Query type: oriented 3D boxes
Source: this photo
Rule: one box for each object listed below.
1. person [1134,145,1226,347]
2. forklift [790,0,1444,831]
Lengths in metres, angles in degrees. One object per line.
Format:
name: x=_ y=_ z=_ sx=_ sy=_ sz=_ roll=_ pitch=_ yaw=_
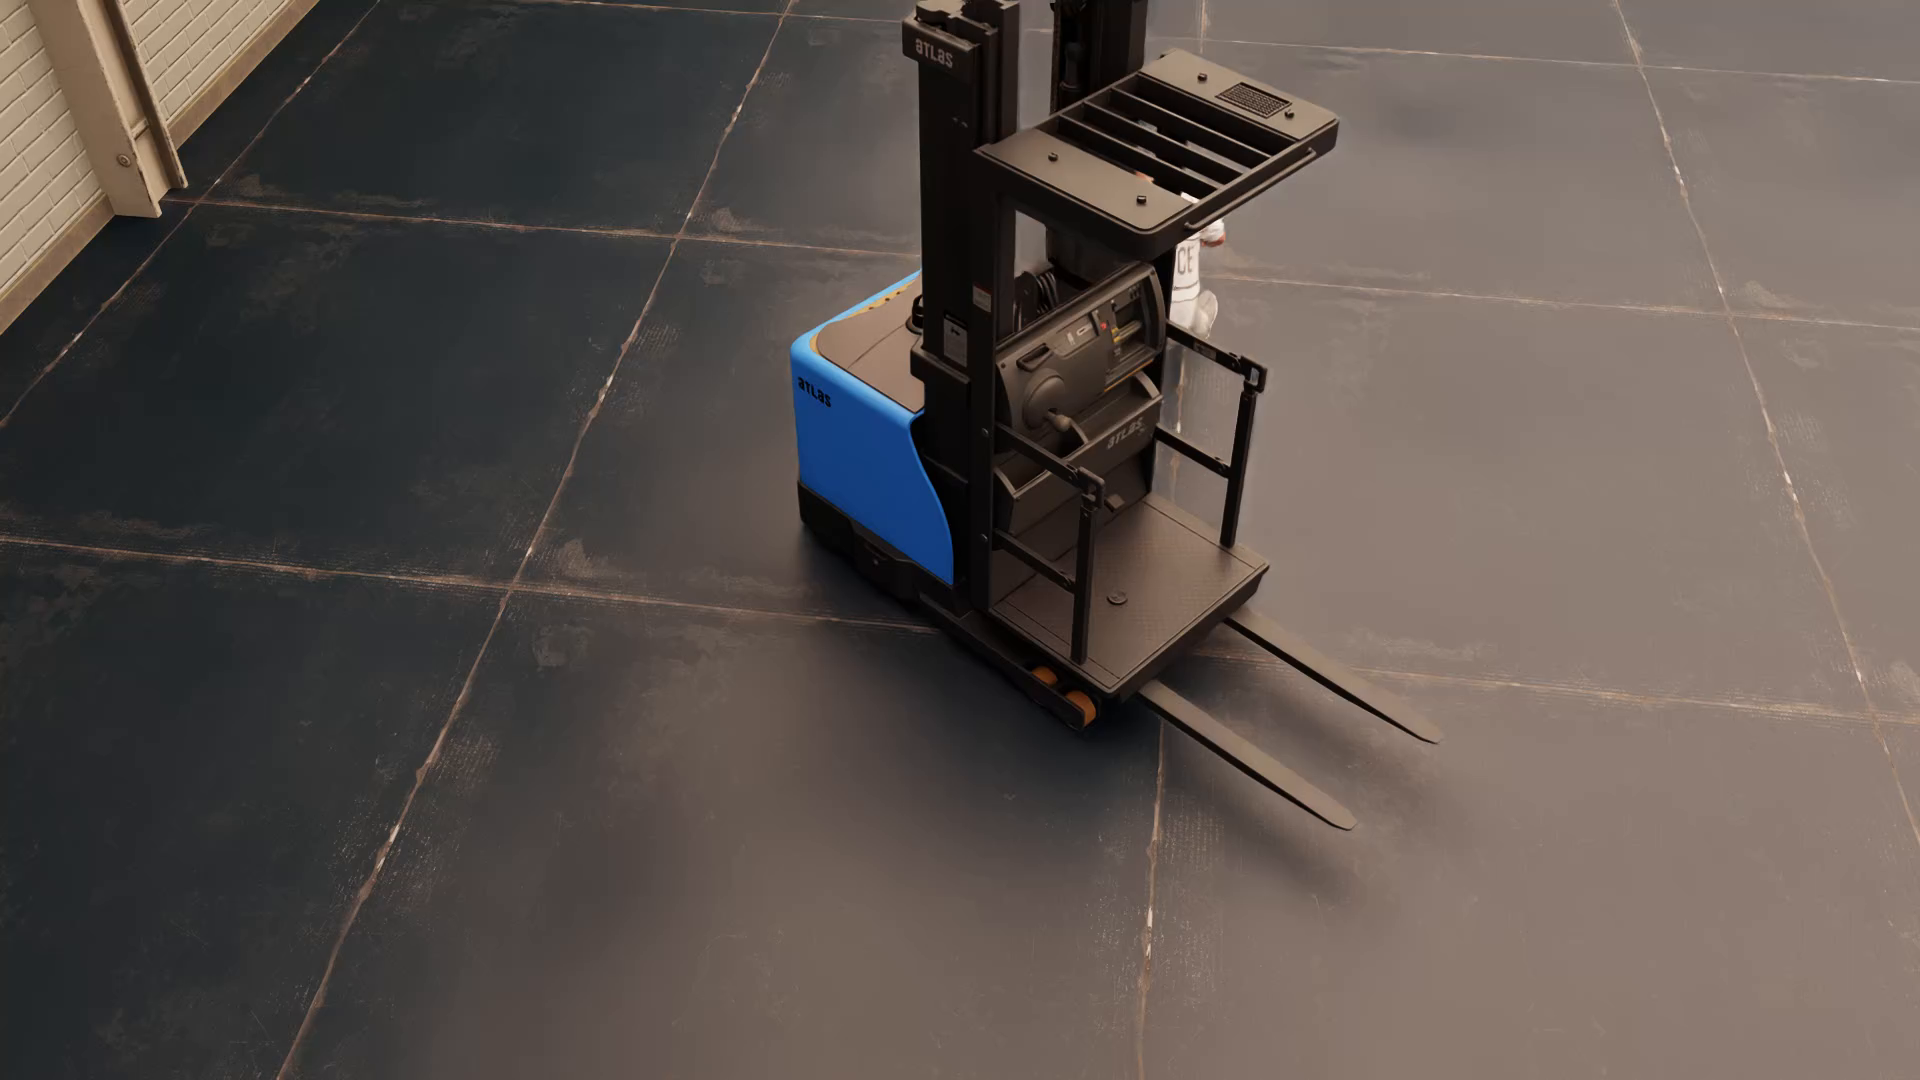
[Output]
person: x=0.891 y=-1.309 z=8.280 sx=1.234 sy=1.428 sz=1.032 roll=-8 pitch=43 yaw=-9
forklift: x=0.642 y=-0.683 z=6.468 sx=3.031 sy=2.935 sz=1.130 roll=34 pitch=52 yaw=31
